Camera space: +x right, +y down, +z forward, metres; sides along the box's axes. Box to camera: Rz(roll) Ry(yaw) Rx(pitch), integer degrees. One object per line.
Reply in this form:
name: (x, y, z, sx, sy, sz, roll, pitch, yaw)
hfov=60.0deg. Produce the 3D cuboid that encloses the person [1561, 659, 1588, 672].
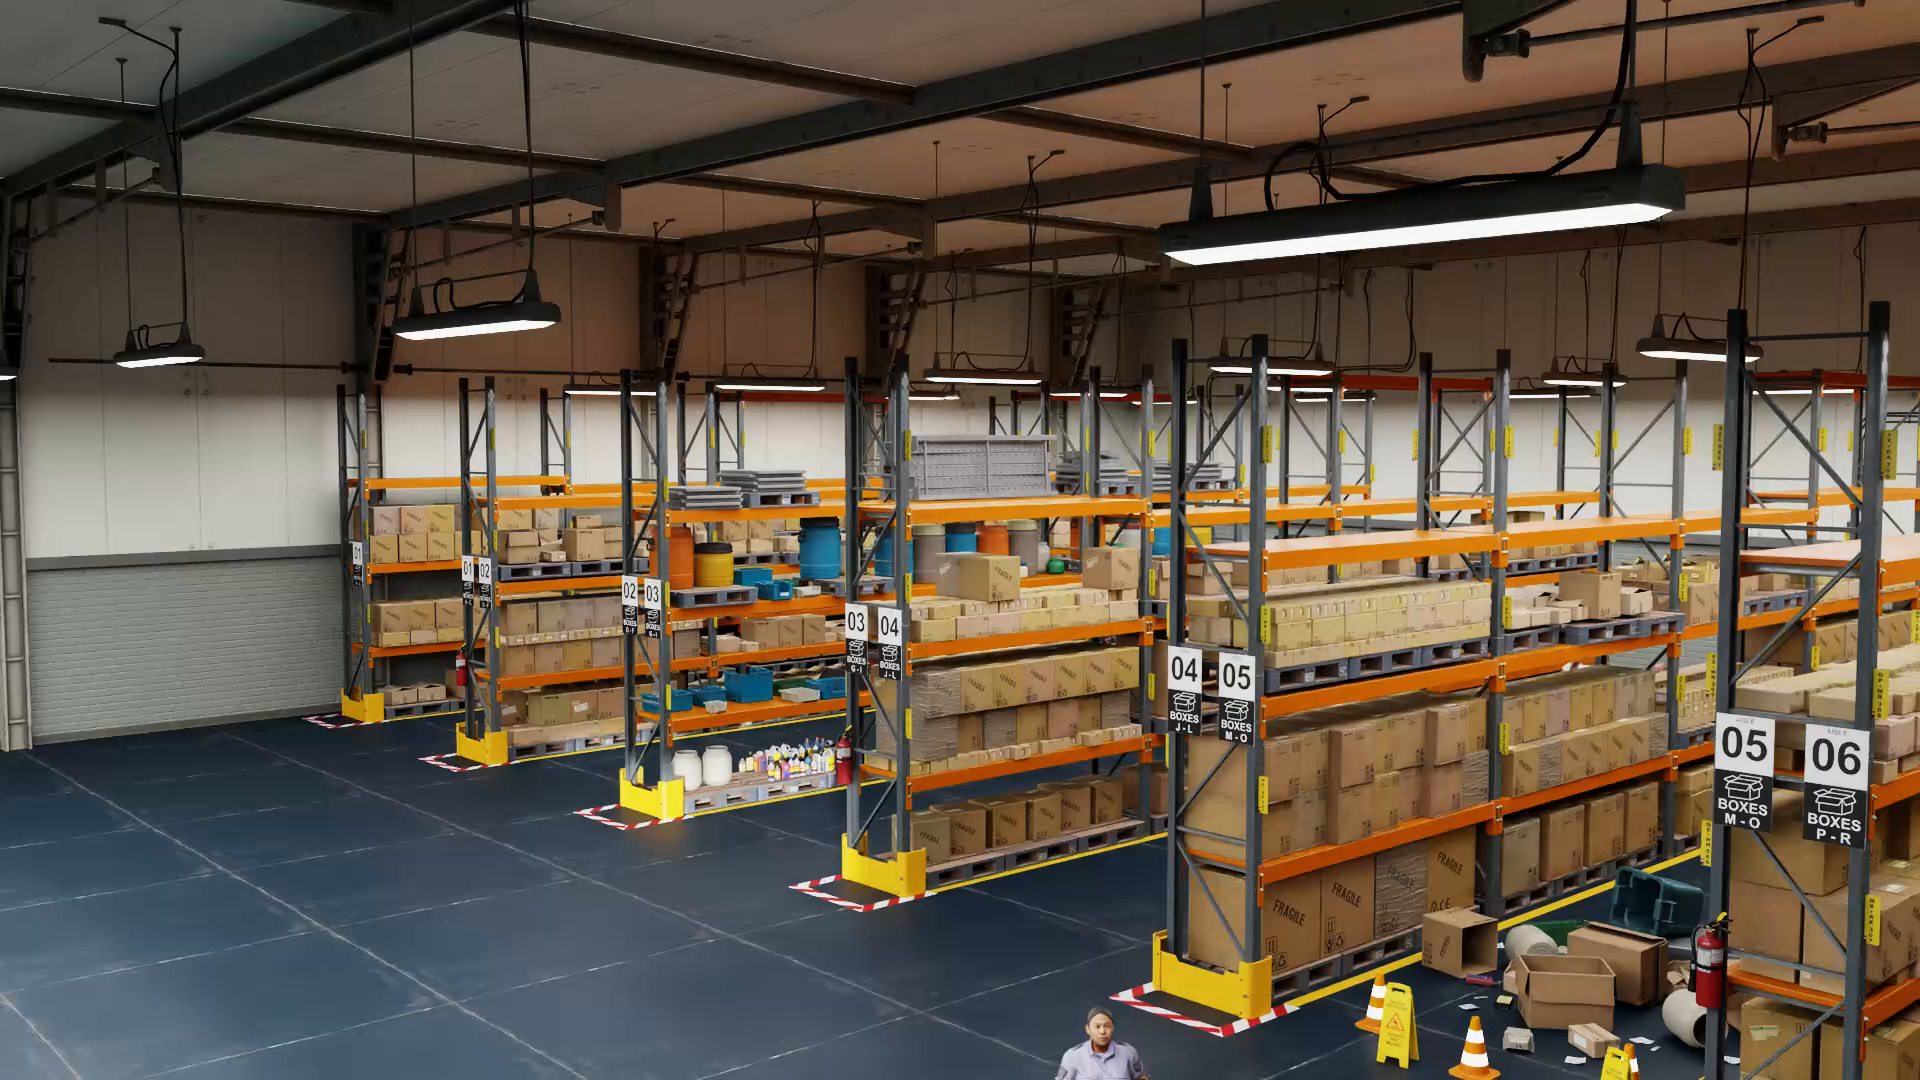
person: (9.555, 2.559, 25.843, 1.057, 1.754, 0.710, -4, 5, -43)

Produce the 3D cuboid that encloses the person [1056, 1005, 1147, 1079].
person: (0.882, 3.687, 10.240, 0.598, 1.601, 0.536, 0, 4, -2)

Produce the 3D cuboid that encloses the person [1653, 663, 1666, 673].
person: (10.395, 2.690, 24.794, 0.642, 1.700, 0.668, -3, 5, -39)
